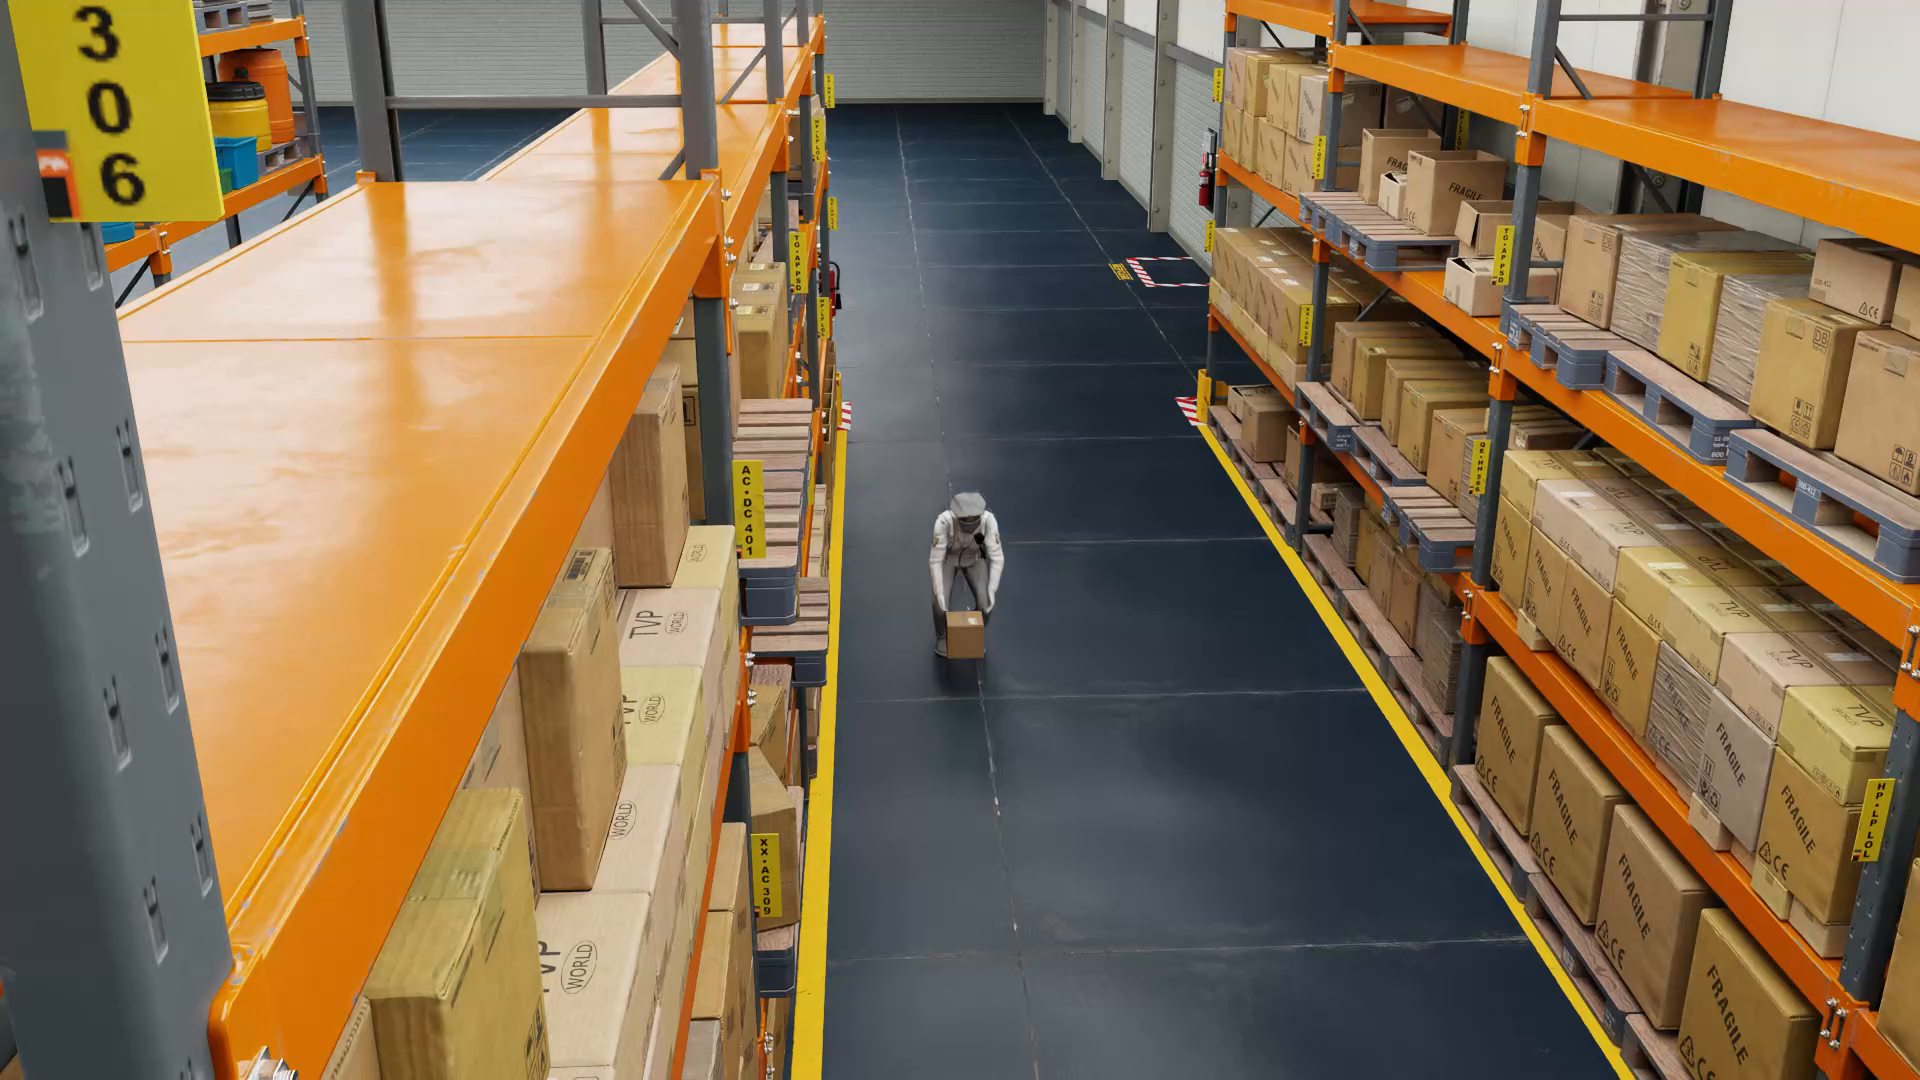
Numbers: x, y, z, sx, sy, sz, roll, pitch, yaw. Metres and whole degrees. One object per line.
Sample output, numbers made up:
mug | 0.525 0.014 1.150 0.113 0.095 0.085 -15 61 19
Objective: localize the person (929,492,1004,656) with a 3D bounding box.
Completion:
person | 0.042 0.222 11.841 0.534 1.294 0.749 -1 21 -2
